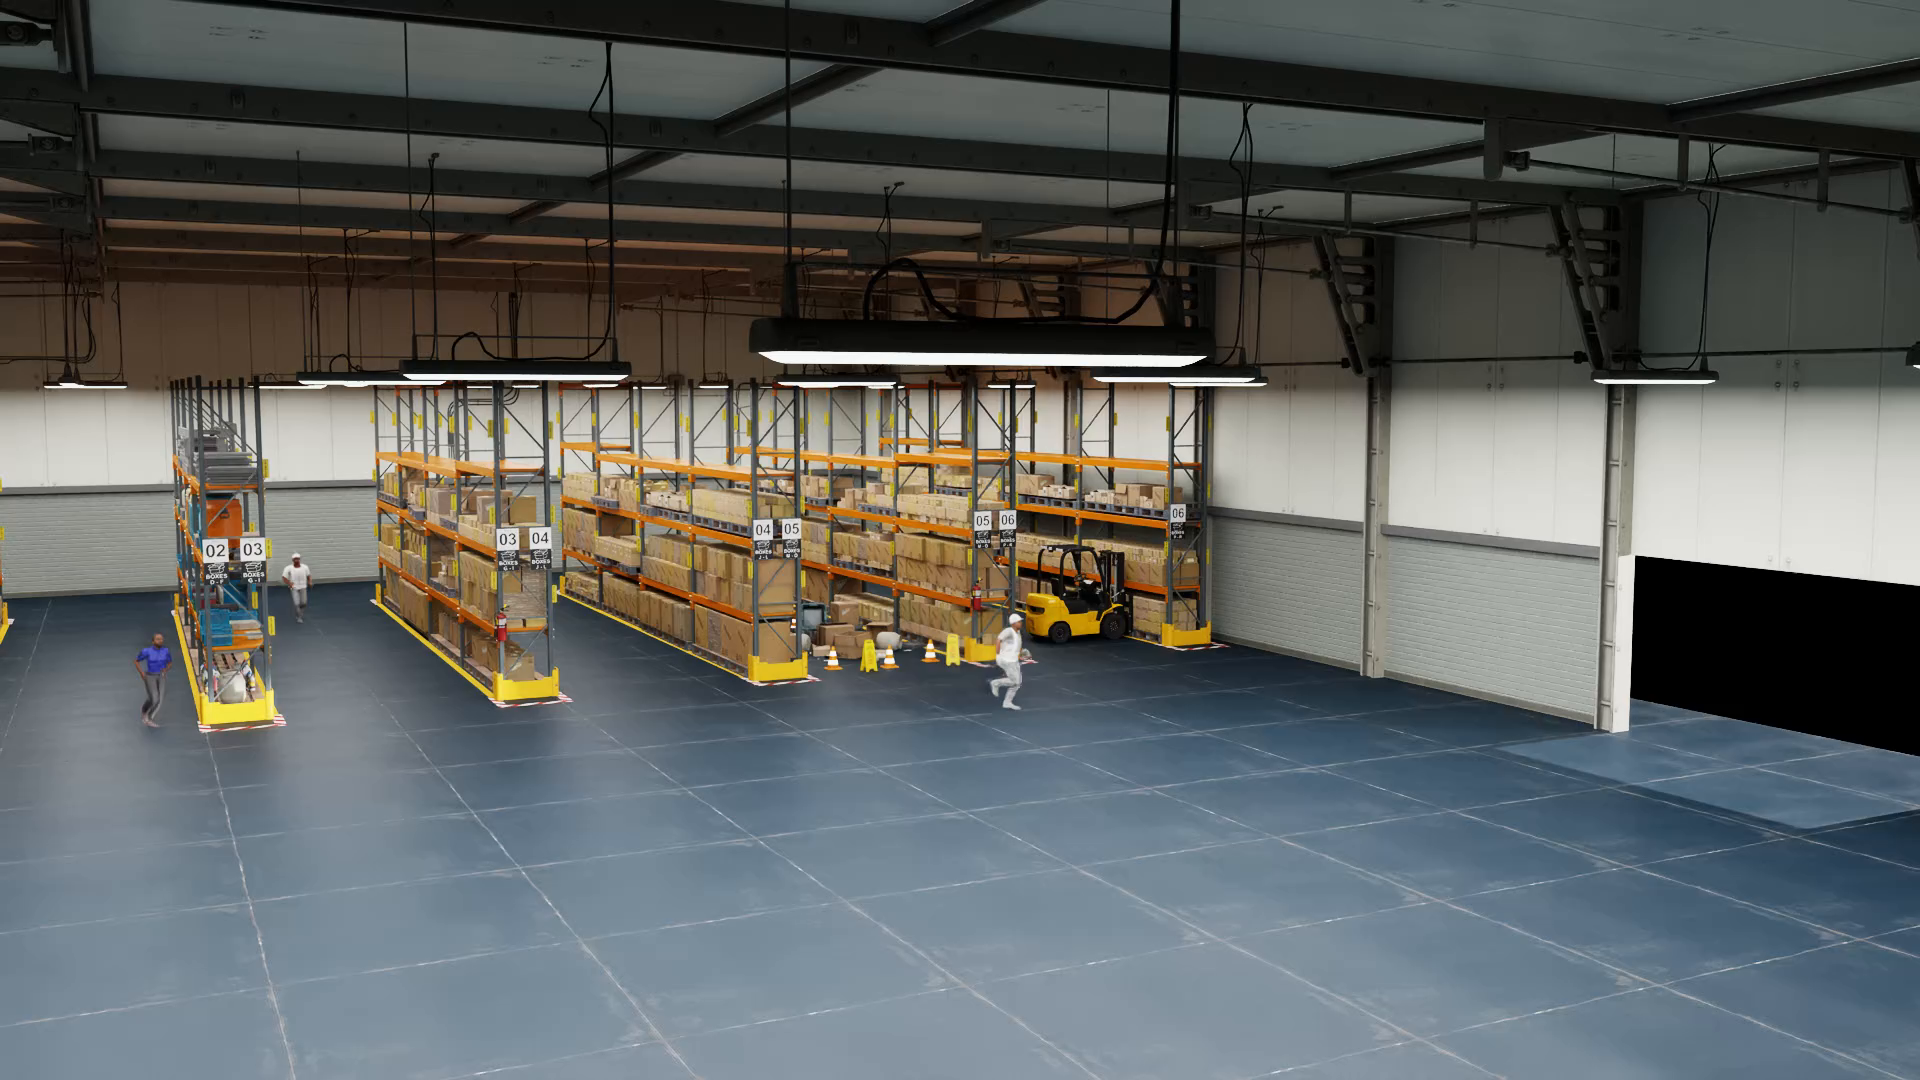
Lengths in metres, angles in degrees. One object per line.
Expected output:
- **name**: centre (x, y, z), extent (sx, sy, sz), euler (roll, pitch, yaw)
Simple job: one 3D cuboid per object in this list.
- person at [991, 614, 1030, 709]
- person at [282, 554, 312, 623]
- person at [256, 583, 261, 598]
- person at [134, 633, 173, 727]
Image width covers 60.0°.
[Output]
- **person**: centre (0.905, 2.201, 30.111), extent (0.701, 1.730, 0.728), euler (2, 6, 23)
- **person**: centre (-16.482, 1.193, 41.374), extent (0.703, 1.723, 0.588), euler (-4, 6, -35)
- **person**: centre (-19.547, 0.783, 46.158), extent (0.569, 1.680, 0.648), euler (0, 5, 1)
- **person**: centre (-13.734, 2.393, 28.430), extent (0.536, 1.604, 0.561), euler (4, 7, 41)
